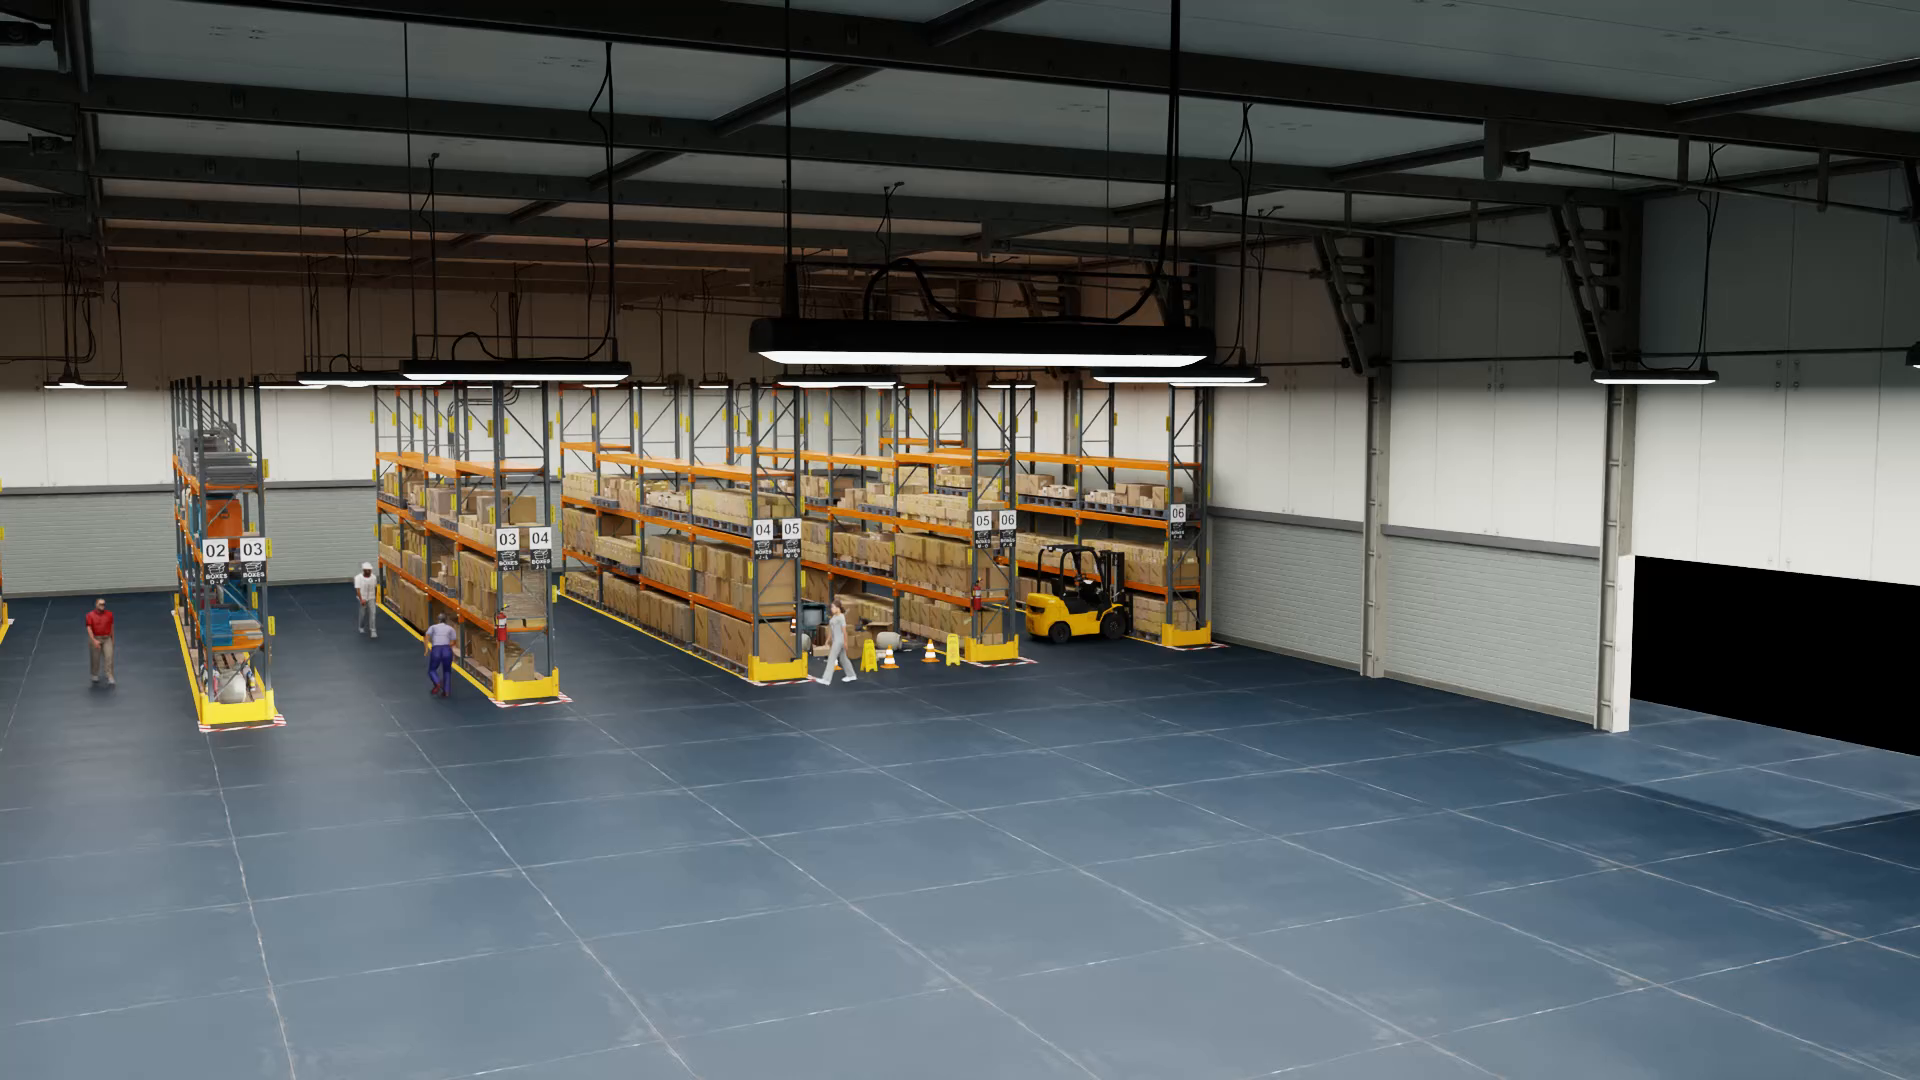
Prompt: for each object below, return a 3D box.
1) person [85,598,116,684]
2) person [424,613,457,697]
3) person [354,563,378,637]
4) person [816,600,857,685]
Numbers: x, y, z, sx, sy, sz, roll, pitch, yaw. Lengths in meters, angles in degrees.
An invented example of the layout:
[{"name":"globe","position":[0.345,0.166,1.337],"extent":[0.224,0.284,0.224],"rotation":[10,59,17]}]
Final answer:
[{"name":"person","position":[-16.826,1.973,32.614],"extent":[0.546,1.661,1.029],"rotation":[-5,7,-42]},{"name":"person","position":[-9.829,2.167,31.485],"extent":[0.620,1.537,0.705],"rotation":[-2,6,-26]},{"name":"person","position":[-13.902,1.383,39.024],"extent":[0.562,1.709,0.974],"rotation":[-4,6,-37]},{"name":"person","position":[-2.442,1.998,32.645],"extent":[0.892,1.641,0.461],"rotation":[-2,5,-20]}]
